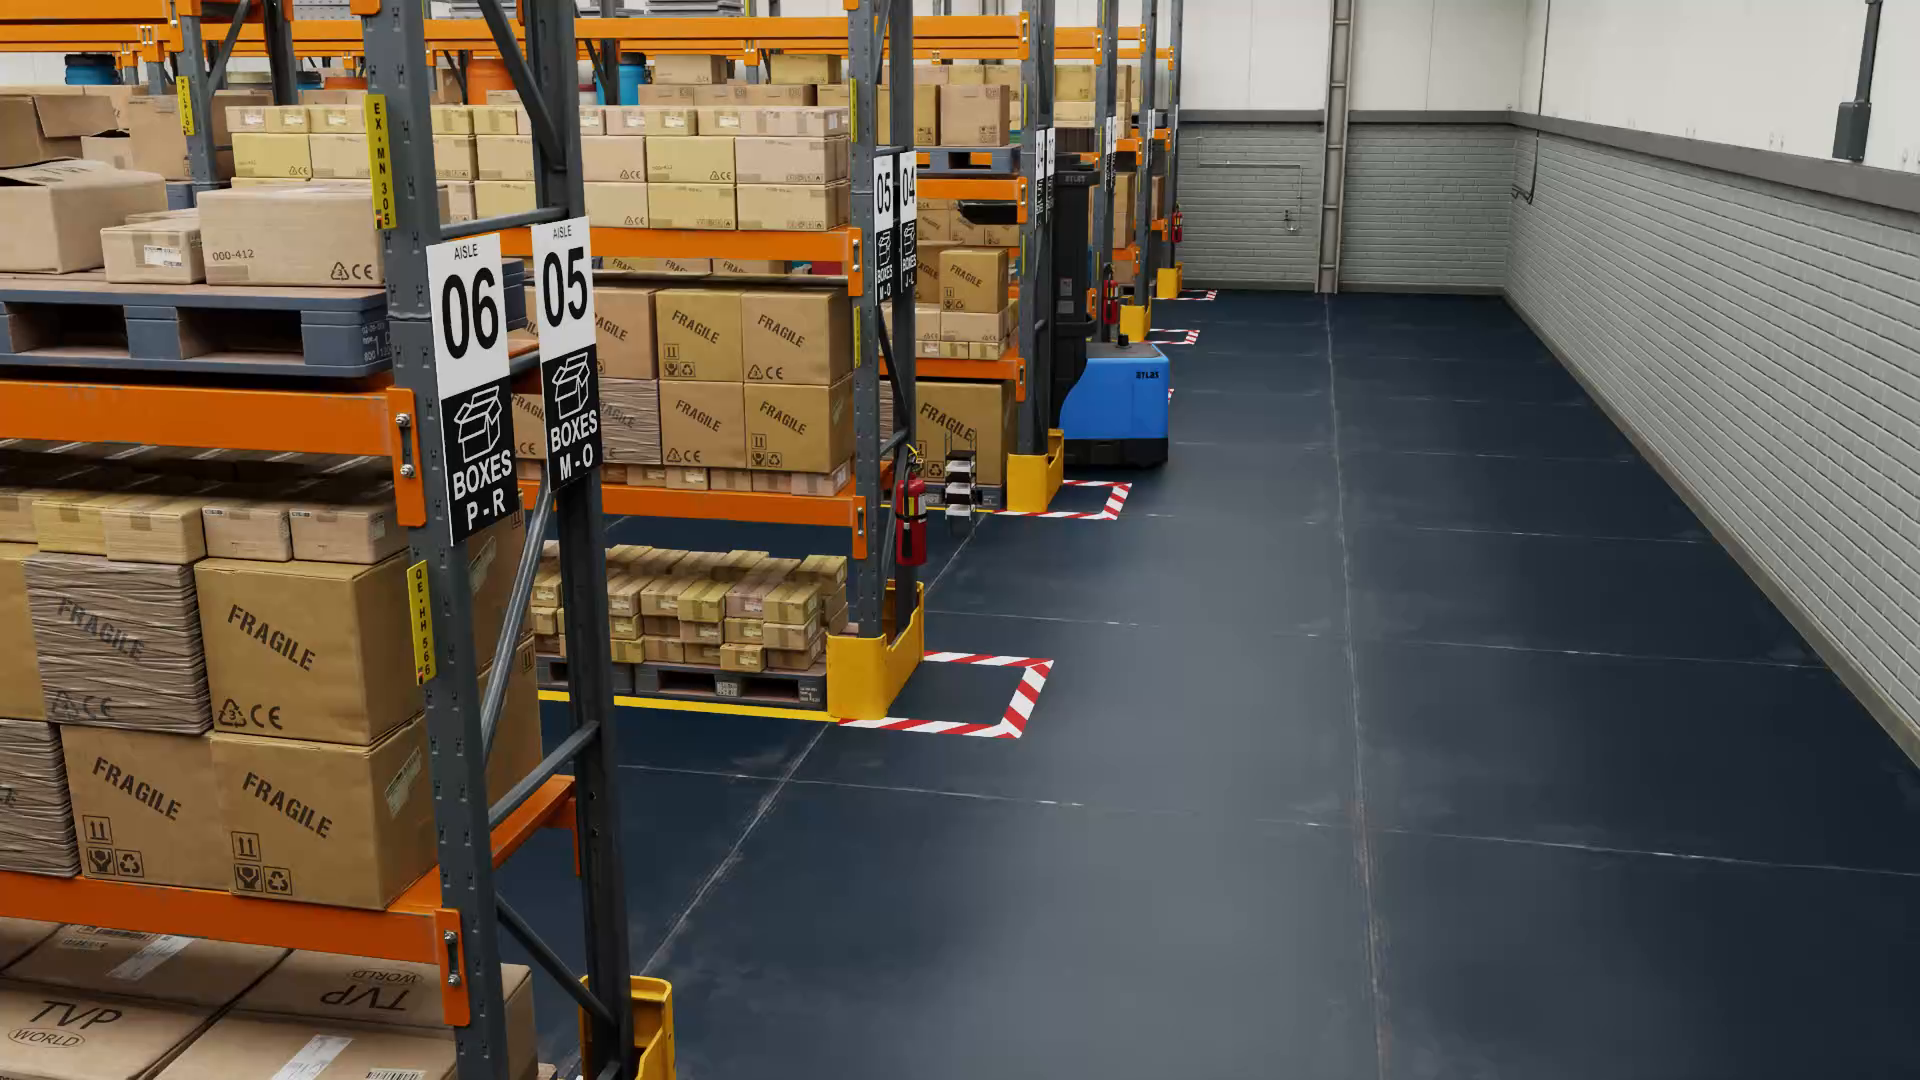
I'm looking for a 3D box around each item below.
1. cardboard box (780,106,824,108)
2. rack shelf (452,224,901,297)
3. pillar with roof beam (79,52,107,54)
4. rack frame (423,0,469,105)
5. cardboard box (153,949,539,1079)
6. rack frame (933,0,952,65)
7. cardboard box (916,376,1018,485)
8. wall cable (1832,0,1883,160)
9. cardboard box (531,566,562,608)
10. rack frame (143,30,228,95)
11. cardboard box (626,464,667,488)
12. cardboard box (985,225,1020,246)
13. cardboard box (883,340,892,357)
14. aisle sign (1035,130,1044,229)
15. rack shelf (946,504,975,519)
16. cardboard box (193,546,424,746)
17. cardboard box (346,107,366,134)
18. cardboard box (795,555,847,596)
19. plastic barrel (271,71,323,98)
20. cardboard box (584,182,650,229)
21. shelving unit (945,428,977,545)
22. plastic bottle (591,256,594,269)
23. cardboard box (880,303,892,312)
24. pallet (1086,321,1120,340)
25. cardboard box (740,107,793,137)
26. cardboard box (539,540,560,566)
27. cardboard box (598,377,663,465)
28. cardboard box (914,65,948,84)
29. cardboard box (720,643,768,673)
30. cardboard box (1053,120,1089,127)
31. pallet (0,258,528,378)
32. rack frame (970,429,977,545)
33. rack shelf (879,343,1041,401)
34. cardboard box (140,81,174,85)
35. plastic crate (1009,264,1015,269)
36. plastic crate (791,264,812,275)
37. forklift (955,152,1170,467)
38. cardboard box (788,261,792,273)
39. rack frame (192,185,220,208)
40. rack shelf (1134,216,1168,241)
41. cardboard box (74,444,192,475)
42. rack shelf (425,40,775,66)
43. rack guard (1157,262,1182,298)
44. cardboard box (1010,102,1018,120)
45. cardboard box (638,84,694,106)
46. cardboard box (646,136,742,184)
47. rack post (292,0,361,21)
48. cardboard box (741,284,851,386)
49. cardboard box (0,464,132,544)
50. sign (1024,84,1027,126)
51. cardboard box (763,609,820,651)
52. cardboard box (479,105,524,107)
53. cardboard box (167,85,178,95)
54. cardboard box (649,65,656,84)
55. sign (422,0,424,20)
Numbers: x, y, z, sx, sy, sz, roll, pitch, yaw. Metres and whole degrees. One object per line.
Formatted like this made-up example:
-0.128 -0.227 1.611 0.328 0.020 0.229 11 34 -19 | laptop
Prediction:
-0.950 -2.449 9.692 0.250 0.149 0.380 4 16 13 | cardboard box
-2.392 -1.753 9.929 4.000 0.370 1.077 3 16 11 | rack shelf
-17.942 -8.851 28.588 0.400 9.000 9.100 3 16 11 | pillar with roof beam
-6.197 -6.452 19.927 0.127 3.000 1.000 3 16 11 | rack frame
-1.986 1.776 5.473 0.875 0.438 0.875 3 16 9 | cardboard box
-0.303 -8.831 28.515 0.127 3.000 1.000 3 16 11 | rack frame
0.012 -1.031 14.789 0.875 0.875 0.875 3 16 11 | cardboard box
5.510 -5.079 8.943 0.120 5.999 2.277 3 16 11 | wall cable
-2.529 0.287 10.276 0.250 0.149 0.380 3 16 11 | cardboard box
-7.184 -5.156 15.249 0.127 3.000 1.000 3 16 11 | rack frame
-1.800 -0.431 9.901 0.250 0.149 0.380 2 16 9 | cardboard box
0.649 -4.513 23.978 0.500 0.500 0.500 3 16 10 | cardboard box
-0.506 -1.692 14.451 0.250 0.149 0.380 3 16 12 | cardboard box
0.666 -3.010 13.870 0.004 0.787 0.394 3 16 11 | aisle sign
0.008 -0.228 13.427 0.200 0.077 0.258 3 16 11 | rack shelf
-1.839 0.259 4.876 0.500 0.500 0.500 4 16 13 | cardboard box
-3.352 -2.440 9.661 0.250 0.149 0.380 3 16 10 | cardboard box
-0.878 0.221 10.516 0.250 0.149 0.380 2 16 9 | cardboard box
-8.293 -5.421 20.885 0.708 0.901 0.600 3 16 11 | plastic barrel
-1.915 -1.931 9.505 0.500 0.250 0.500 4 16 13 | cardboard box
0.008 -0.433 13.370 0.210 0.900 0.258 3 16 11 | shelving unit
-4.478 -3.320 20.090 0.135 0.276 0.152 3 16 11 | plastic bottle
-0.868 -1.921 14.532 0.500 0.250 0.500 3 16 9 | cardboard box
1.777 -3.133 24.408 1.213 0.211 1.003 3 16 11 | pallet
-1.043 -2.328 9.255 0.250 0.149 0.380 3 16 12 | cardboard box
-2.658 0.126 10.859 0.250 0.149 0.380 3 16 9 | cardboard box
-1.926 -0.749 9.831 0.500 0.500 0.500 3 16 11 | cardboard box
-0.341 -6.540 23.802 0.500 0.500 0.700 3 16 11 | cardboard box
-1.262 0.663 10.032 0.250 0.149 0.380 4 16 13 | cardboard box
1.589 -5.792 23.444 0.500 0.250 0.500 3 16 11 | cardboard box
-2.048 -0.687 4.899 1.213 0.211 1.003 3 16 11 | pallet
0.108 -0.428 13.351 0.006 0.900 0.240 3 16 11 | rack frame
-1.304 -1.599 14.994 4.000 0.370 1.077 3 16 11 | rack shelf
-12.484 -7.015 26.338 0.637 0.503 0.797 4 16 15 | cardboard box
0.504 -3.211 19.847 0.298 0.136 0.250 3 16 11 | plastic crate
-1.850 -3.188 19.762 0.243 0.136 0.396 3 16 11 | plastic crate
0.464 -2.203 15.956 3.031 2.935 1.130 -1 15 -2 | forklift
-2.692 -4.155 25.327 0.500 0.250 0.500 3 16 11 | cardboard box
-4.352 -0.760 10.617 0.127 3.000 1.000 3 16 11 | rack frame
1.657 -5.487 29.027 4.000 0.370 1.077 3 16 11 | rack shelf
-2.644 -0.230 5.427 0.250 0.149 0.380 3 16 12 | cardboard box
-4.237 -5.806 19.692 4.000 0.370 1.077 3 16 11 | rack shelf
3.640 -4.521 28.876 0.348 0.500 1.175 3 16 11 | rack guard
0.608 -6.085 23.564 0.500 0.250 0.500 3 16 11 | cardboard box
-2.485 -3.771 14.705 0.500 0.500 0.700 2 16 8 | cardboard box
-1.435 -2.146 9.347 0.500 0.250 0.500 3 16 10 | cardboard box
-8.170 -6.679 20.371 3.121 1.000 1.013 3 16 11 | rack post
-0.930 -1.180 9.516 0.500 0.500 0.500 3 16 10 | cardboard box
-2.715 -0.112 5.002 0.250 0.149 0.380 3 16 11 | cardboard box
0.534 -3.532 13.496 0.005 0.325 0.100 3 16 11 | sign
-1.006 0.527 9.966 0.250 0.149 0.380 3 16 10 | cardboard box
-2.718 -2.559 10.091 0.250 0.149 0.380 3 16 11 | cardboard box
-7.593 -4.092 15.903 0.500 0.500 0.500 3 16 12 | cardboard box
-4.280 -6.780 24.670 0.500 0.500 0.500 3 16 11 | cardboard box
-6.300 -6.152 19.449 0.005 0.325 0.100 3 16 11 | sign
